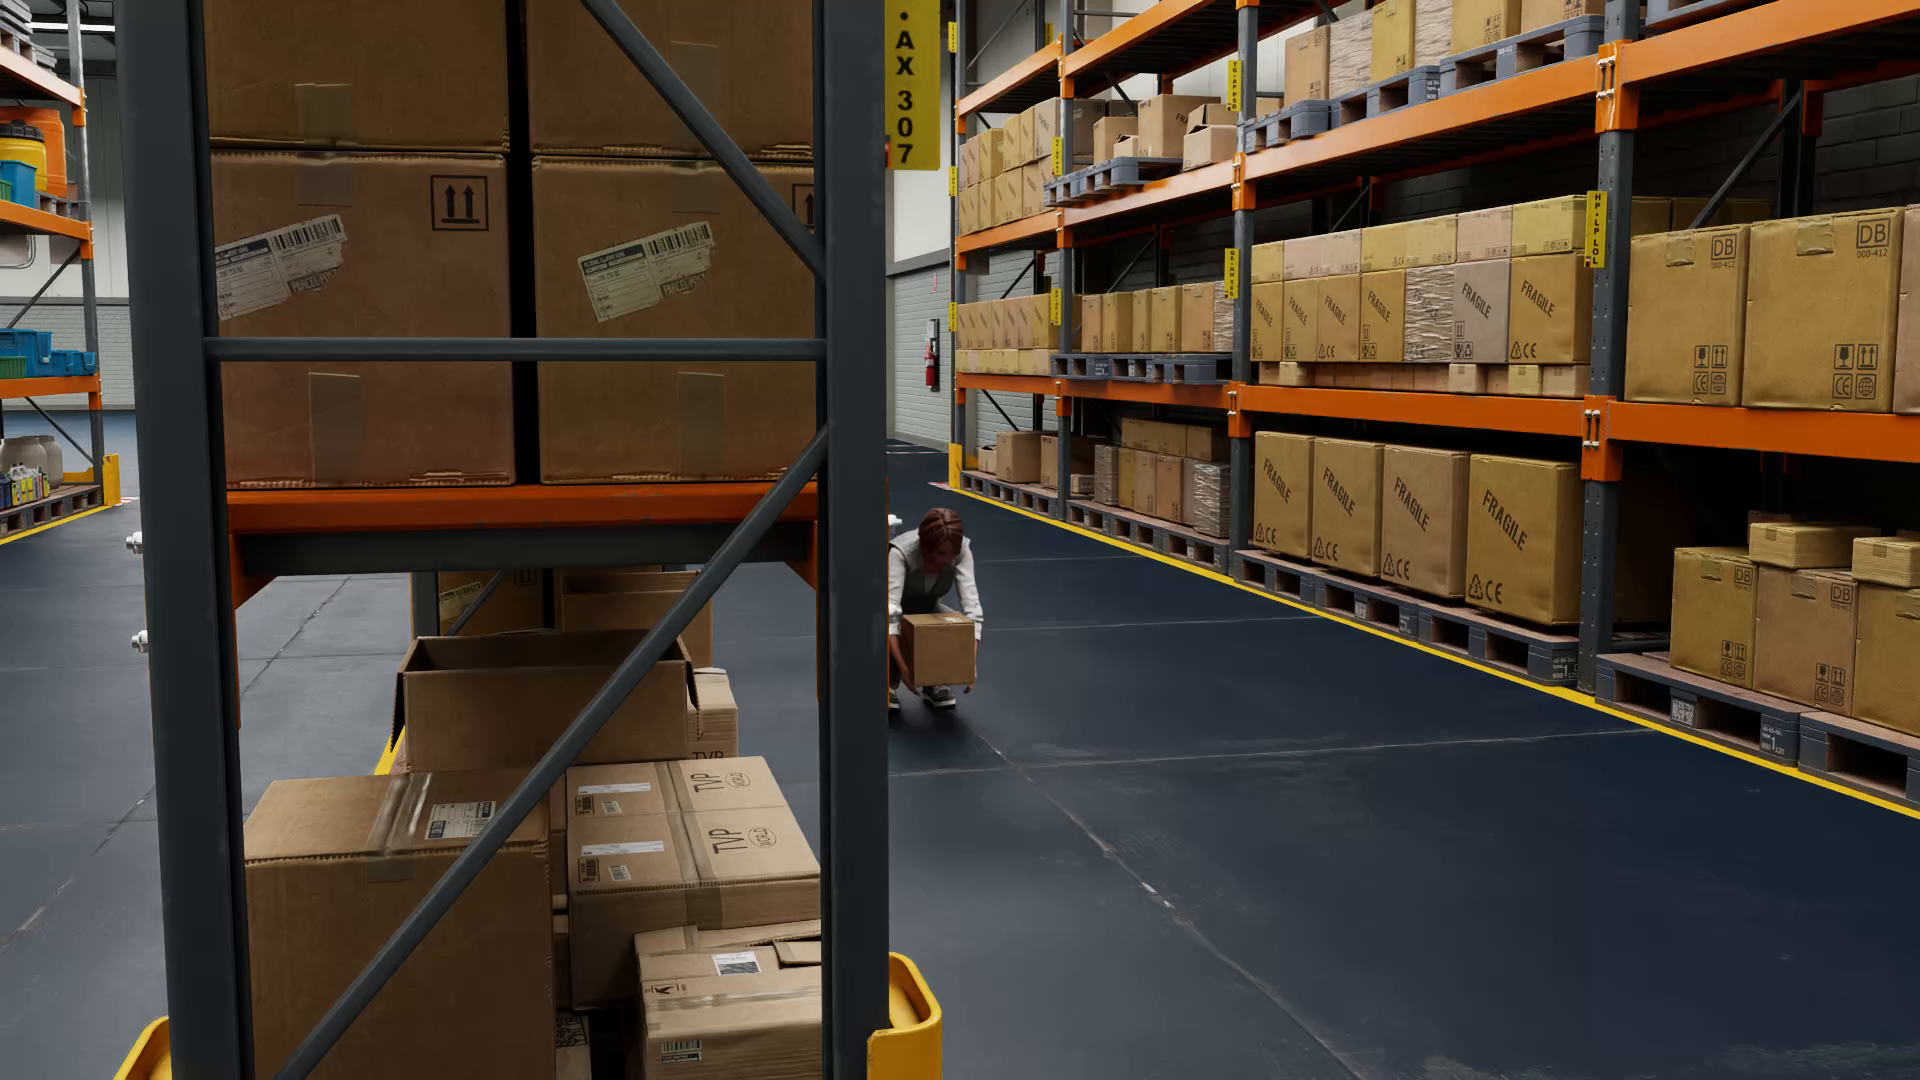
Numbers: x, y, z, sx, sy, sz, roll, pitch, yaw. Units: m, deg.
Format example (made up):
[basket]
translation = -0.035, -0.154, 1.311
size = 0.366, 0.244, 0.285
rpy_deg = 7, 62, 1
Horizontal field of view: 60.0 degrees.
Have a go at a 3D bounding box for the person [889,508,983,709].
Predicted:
[person]
translation = -0.168, 0.295, 7.017
size = 0.443, 0.875, 0.818
rpy_deg = -2, 7, -14
